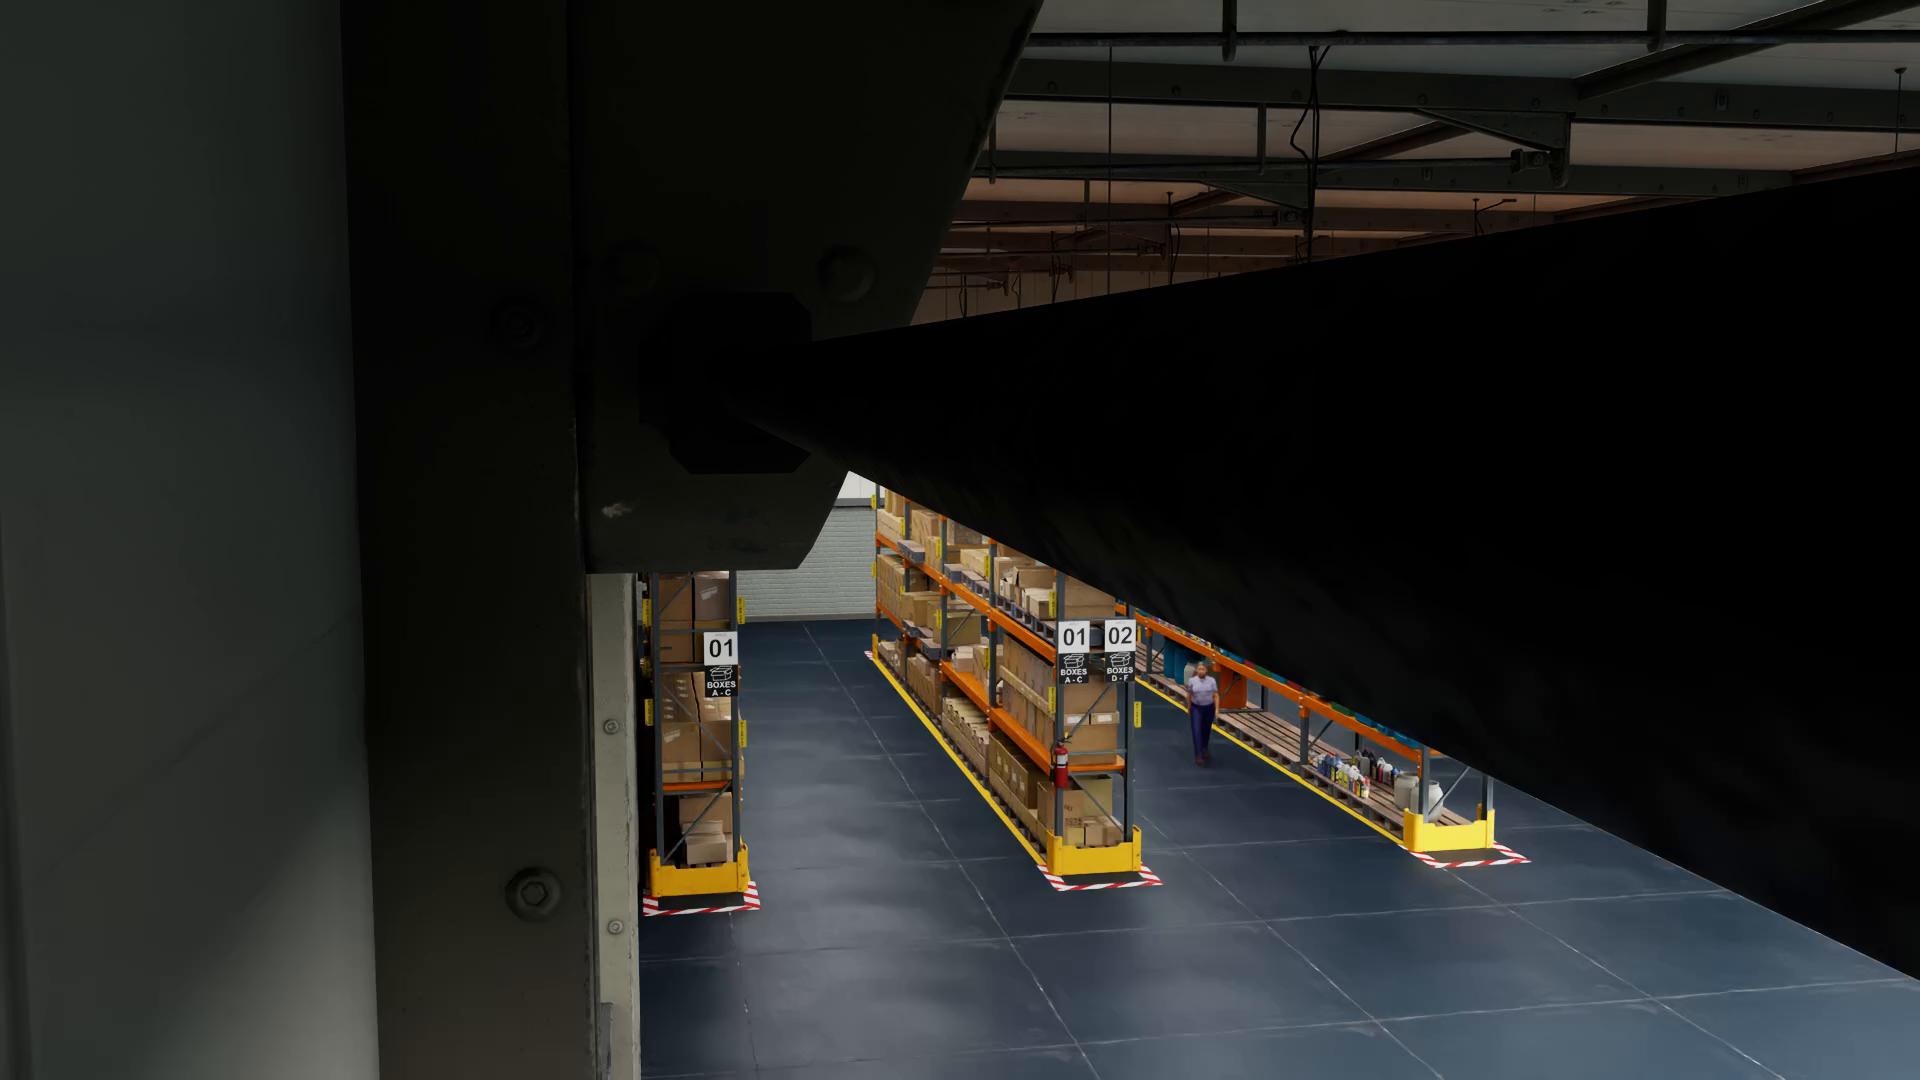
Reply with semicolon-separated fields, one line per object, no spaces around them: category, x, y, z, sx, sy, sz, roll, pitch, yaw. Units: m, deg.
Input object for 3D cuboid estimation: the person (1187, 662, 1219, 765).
person;3.929;2.773;26.804;0.501;1.579;0.940;0;6;0
